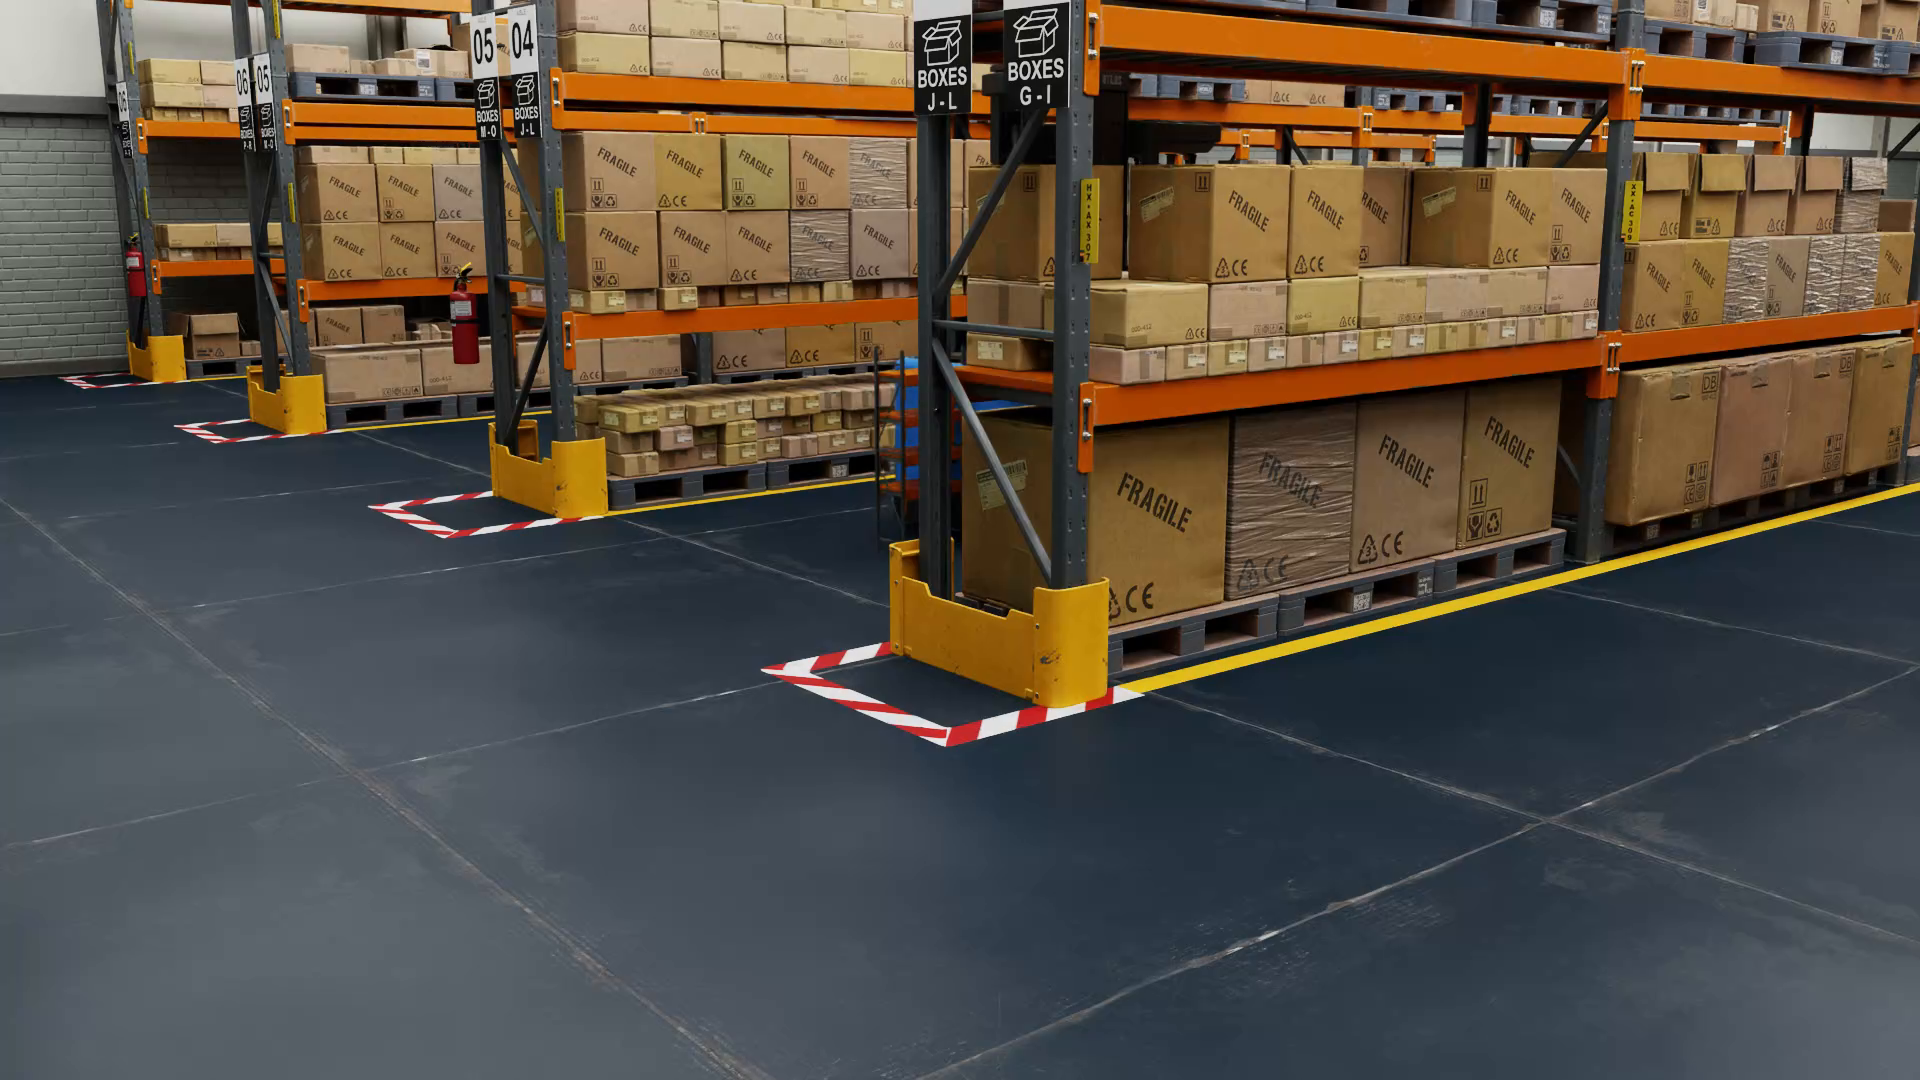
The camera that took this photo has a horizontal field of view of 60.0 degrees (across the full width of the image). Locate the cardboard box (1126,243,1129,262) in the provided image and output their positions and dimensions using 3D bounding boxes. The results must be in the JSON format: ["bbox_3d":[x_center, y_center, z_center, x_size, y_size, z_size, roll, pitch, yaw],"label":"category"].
[{"bbox_3d":[1.278,-2.351,13.574,0.250,0.149,0.380,-9,15,-37],"label":"cardboard box"}]

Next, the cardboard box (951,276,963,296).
[{"bbox_3d":[-0.184,-1.949,12.693,0.250,0.149,0.380,-9,15,-35],"label":"cardboard box"}]

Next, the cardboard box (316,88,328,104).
[{"bbox_3d":[-7.428,-5.056,19.141,0.500,0.250,0.500,-10,15,-39],"label":"cardboard box"}]

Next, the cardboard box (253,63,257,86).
[{"bbox_3d":[-7.830,-5.230,18.757,0.500,0.250,0.500,-10,15,-39],"label":"cardboard box"}]

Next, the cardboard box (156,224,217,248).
[{"bbox_3d":[-8.603,-3.386,18.498,0.500,0.250,0.500,-9,15,-37],"label":"cardboard box"}]

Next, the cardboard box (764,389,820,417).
[{"bbox_3d":[-1.214,-0.993,12.005,0.250,0.149,0.380,-9,15,-37],"label":"cardboard box"}]

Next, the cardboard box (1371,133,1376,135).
[{"bbox_3d":[5.561,-5.694,23.108,0.250,0.149,0.380,-10,15,-38],"label":"cardboard box"}]

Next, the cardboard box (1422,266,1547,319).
[{"bbox_3d":[2.709,-1.311,8.724,0.500,0.250,0.500,-9,15,-36],"label":"cardboard box"}]

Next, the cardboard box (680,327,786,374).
[{"bbox_3d":[-2.465,-2.273,17.715,0.875,0.875,0.875,-9,15,-36],"label":"cardboard box"}]

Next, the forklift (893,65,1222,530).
[{"bbox_3d":[0.977,-1.653,10.855,1.130,2.935,3.031,12,17,44],"label":"forklift"}]

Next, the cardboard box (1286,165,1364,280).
[{"bbox_3d":[1.503,-1.477,7.704,0.500,0.500,0.500,-10,16,-39],"label":"cardboard box"}]

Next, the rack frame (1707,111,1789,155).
[{"bbox_3d":[9.643,-3.781,20.711,0.127,3.000,1.000,-9,15,-38],"label":"rack frame"}]

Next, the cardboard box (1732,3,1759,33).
[{"bbox_3d":[4.548,-3.125,9.994,0.250,0.149,0.380,-10,16,-40],"label":"cardboard box"}]

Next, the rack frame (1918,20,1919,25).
[{"bbox_3d":[6.415,-4.859,11.349,0.127,3.000,1.000,-9,15,-38],"label":"rack frame"}]

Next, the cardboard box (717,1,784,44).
[{"bbox_3d":[-1.537,-3.489,11.275,0.500,0.250,0.500,-9,15,-37],"label":"cardboard box"}]

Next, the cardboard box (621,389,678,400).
[{"bbox_3d":[-2.241,-0.994,12.007,0.250,0.149,0.380,-10,15,-39],"label":"cardboard box"}]

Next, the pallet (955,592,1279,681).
[{"bbox_3d":[0.744,0.361,7.922,1.213,0.211,1.003,-9,15,-38],"label":"pallet"}]

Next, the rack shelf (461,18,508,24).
[{"bbox_3d":[-4.441,-6.464,21.602,4.000,0.370,1.077,-9,15,-38],"label":"rack shelf"}]

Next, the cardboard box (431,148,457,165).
[{"bbox_3d":[-4.771,-3.491,15.138,0.250,0.149,0.380,-9,15,-37],"label":"cardboard box"}]

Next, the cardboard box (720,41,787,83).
[{"bbox_3d":[-1.533,-3.252,11.360,0.500,0.250,0.500,-10,16,-39],"label":"cardboard box"}]

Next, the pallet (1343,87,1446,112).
[{"bbox_3d":[3.865,-4.210,15.965,1.003,0.211,1.213,-9,15,-35],"label":"pallet"}]

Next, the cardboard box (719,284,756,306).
[{"bbox_3d":[-1.633,-1.723,11.628,0.250,0.149,0.380,-10,15,-38],"label":"cardboard box"}]

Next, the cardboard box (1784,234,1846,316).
[{"bbox_3d":[5.388,-1.738,10.851,0.500,0.500,0.500,-10,16,-39],"label":"cardboard box"}]

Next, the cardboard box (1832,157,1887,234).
[{"bbox_3d":[5.834,-2.372,11.423,0.637,0.503,0.797,-9,15,-36],"label":"cardboard box"}]

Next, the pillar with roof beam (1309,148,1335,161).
[{"bbox_3d":[9.635,-8.446,28.238,0.400,9.000,9.100,-9,15,-38],"label":"pillar with roof beam"}]

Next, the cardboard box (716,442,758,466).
[{"bbox_3d":[-1.631,-0.627,11.714,0.250,0.149,0.380,-9,15,-37],"label":"cardboard box"}]

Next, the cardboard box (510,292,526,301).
[{"bbox_3d":[-5.556,-3.121,21.051,0.250,0.149,0.380,-9,15,-35],"label":"cardboard box"}]

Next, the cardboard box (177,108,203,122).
[{"bbox_3d":[-8.544,-4.685,18.354,0.250,0.149,0.380,-9,15,-37],"label":"cardboard box"}]

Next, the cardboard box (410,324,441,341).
[{"bbox_3d":[-6.533,-2.520,20.344,0.258,0.266,0.396,-9,15,-36],"label":"cardboard box"}]

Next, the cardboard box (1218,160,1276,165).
[{"bbox_3d":[3.827,-4.757,21.944,0.500,0.500,0.700,-10,15,-38],"label":"cardboard box"}]

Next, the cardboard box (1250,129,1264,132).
[{"bbox_3d":[3.749,-5.396,21.704,0.250,0.149,0.380,-10,15,-39],"label":"cardboard box"}]

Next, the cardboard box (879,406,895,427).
[{"bbox_3d":[-0.621,-0.960,12.564,0.250,0.149,0.380,-9,15,-36],"label":"cardboard box"}]

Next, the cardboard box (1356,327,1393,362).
[{"bbox_3d":[1.852,-0.956,8.016,0.250,0.149,0.380,-10,16,-39],"label":"cardboard box"}]

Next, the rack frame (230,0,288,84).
[{"bbox_3d":[-6.022,-5.429,14.030,0.127,3.000,1.000,-9,15,-38],"label":"rack frame"}]

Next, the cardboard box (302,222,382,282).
[{"bbox_3d":[-5.468,-2.559,14.717,0.500,0.500,0.500,-10,15,-38],"label":"cardboard box"}]

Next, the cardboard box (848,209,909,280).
[{"bbox_3d":[-0.724,-2.178,12.206,0.500,0.500,0.500,-10,15,-38],"label":"cardboard box"}]

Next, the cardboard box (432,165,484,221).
[{"bbox_3d":[-4.673,-3.184,15.256,0.500,0.500,0.500,-10,15,-38],"label":"cardboard box"}]

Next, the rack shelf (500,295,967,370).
[{"bbox_3d":[-1.289,-1.612,12.231,4.000,0.370,1.077,-9,15,-38],"label":"rack shelf"}]

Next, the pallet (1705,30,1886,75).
[{"bbox_3d":[5.074,-3.062,10.561,1.213,0.211,1.003,-9,15,-35],"label":"pallet"}]

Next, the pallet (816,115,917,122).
[{"bbox_3d":[-1.116,-4.669,18.130,1.213,0.211,1.003,-9,15,-35],"label":"pallet"}]

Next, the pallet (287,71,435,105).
[{"bbox_3d":[-5.450,-4.016,14.812,1.213,0.211,1.003,-9,15,-38],"label":"pallet"}]

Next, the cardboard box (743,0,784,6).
[{"bbox_3d":[-1.397,-3.697,11.296,0.250,0.149,0.380,-9,15,-36],"label":"cardboard box"}]

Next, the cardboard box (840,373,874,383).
[{"bbox_3d":[-0.734,-1.210,13.025,0.250,0.149,0.380,-10,16,-39],"label":"cardboard box"}]

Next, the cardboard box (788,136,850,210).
[{"bbox_3d":[-1.129,-2.600,11.789,0.500,0.500,0.500,-10,16,-39],"label":"cardboard box"}]

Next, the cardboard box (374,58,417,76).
[{"bbox_3d":[-5.029,-4.197,14.803,0.250,0.149,0.380,-9,15,-36],"label":"cardboard box"}]

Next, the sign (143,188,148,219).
[{"bbox_3d":[-8.787,-3.634,17.938,0.005,0.325,0.100,-9,15,-38],"label":"sign"}]

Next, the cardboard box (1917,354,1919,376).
[{"bbox_3d":[6.920,-1.376,12.541,0.500,0.250,0.500,-9,15,-35],"label":"cardboard box"}]

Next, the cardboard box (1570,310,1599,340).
[{"bbox_3d":[3.259,-1.190,9.118,0.250,0.149,0.380,-9,15,-37],"label":"cardboard box"}]

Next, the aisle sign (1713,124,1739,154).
[{"bbox_3d":[9.511,-5.110,20.714,0.004,0.787,0.394,-9,15,-38],"label":"aisle sign"}]

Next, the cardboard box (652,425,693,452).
[{"bbox_3d":[-2.032,-0.714,11.404,0.250,0.149,0.380,-10,15,-38],"label":"cardboard box"}]

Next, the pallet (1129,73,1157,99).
[{"bbox_3d":[0.821,-3.662,13.382,1.003,0.211,1.213,-9,15,-38],"label":"pallet"}]

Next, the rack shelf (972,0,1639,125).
[{"bbox_3d":[1.730,-2.262,8.069,4.000,0.370,1.077,-9,15,-38],"label":"rack shelf"}]

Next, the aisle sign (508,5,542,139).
[{"bbox_3d":[-2.721,-2.918,10.390,0.004,0.787,0.394,-9,15,-38],"label":"aisle sign"}]

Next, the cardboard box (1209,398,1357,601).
[{"bbox_3d":[1.329,-0.267,8.269,0.875,0.875,0.875,-9,15,-38],"label":"cardboard box"}]

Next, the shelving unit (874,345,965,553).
[{"bbox_3d":[-0.232,-0.536,9.764,0.258,1.200,0.503,12,17,44],"label":"shelving unit"}]

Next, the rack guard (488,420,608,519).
[{"bbox_3d":[-2.792,-0.492,11.240,0.348,0.500,1.175,-9,15,-38],"label":"rack guard"}]
